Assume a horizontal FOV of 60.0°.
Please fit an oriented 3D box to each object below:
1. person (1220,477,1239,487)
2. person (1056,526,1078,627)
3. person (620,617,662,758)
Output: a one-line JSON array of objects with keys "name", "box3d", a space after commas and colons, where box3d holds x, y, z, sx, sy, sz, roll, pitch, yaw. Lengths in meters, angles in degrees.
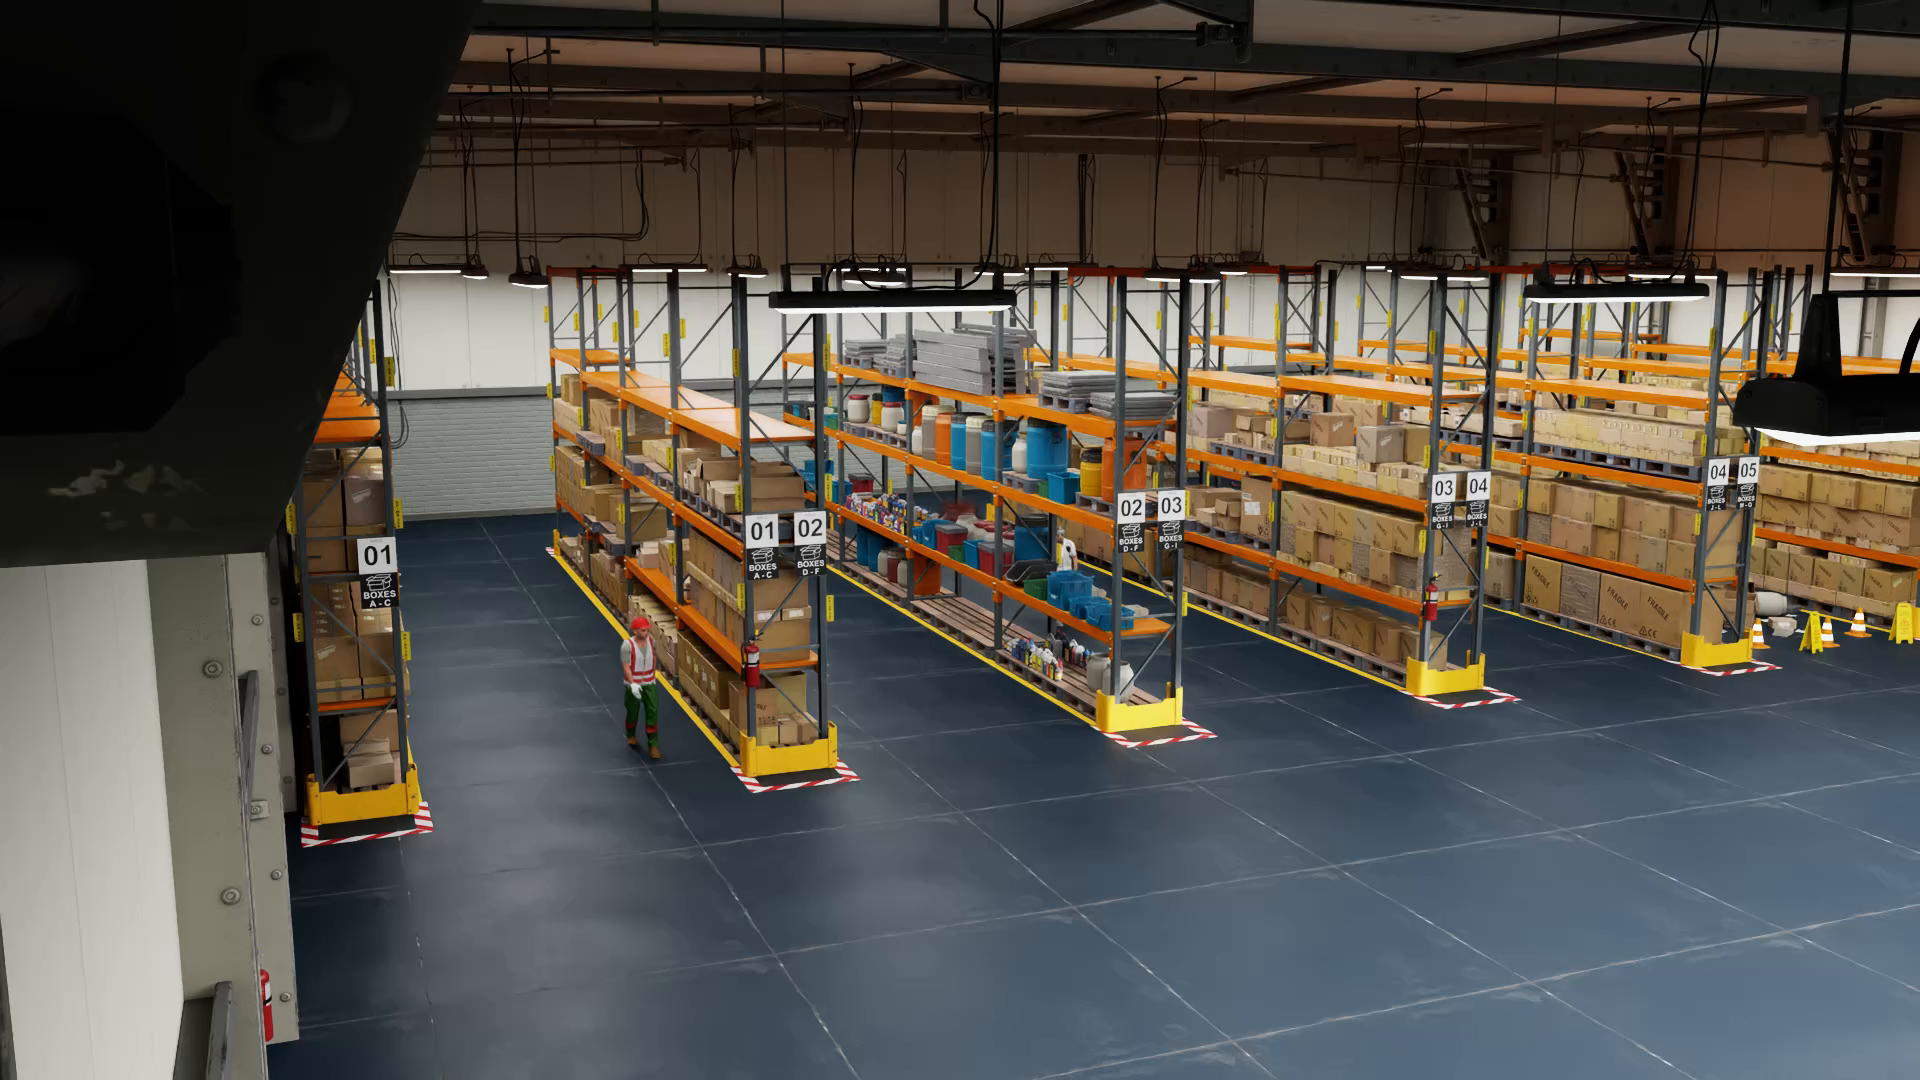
[{"name": "person", "box3d": [7.257, -2.280, 44.980, 0.739, 1.628, 0.505, 7, 12, 36]}, {"name": "person", "box3d": [1.685, 0.578, 28.349, 0.598, 1.745, 0.637, -1, 10, -8]}, {"name": "person", "box3d": [-4.023, 1.829, 21.082, 0.522, 1.735, 0.957, -6, 12, -31]}]
